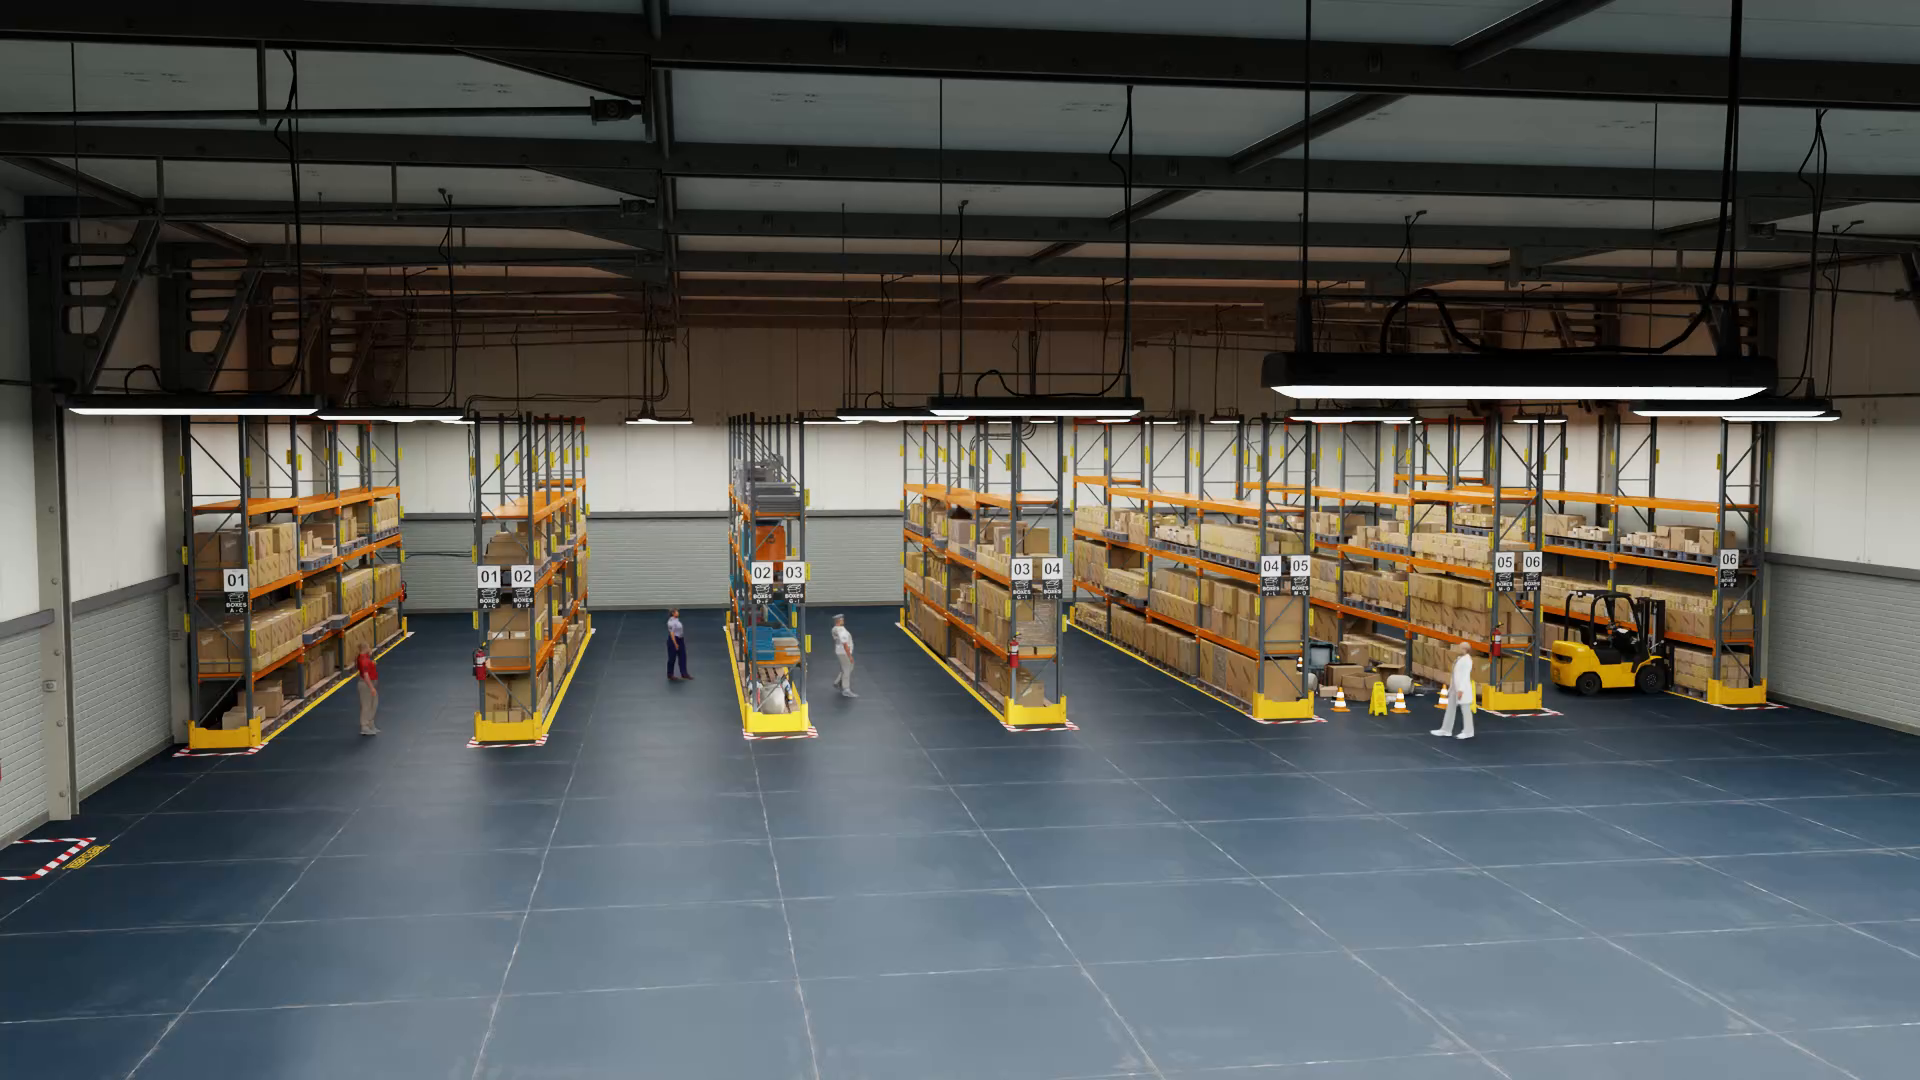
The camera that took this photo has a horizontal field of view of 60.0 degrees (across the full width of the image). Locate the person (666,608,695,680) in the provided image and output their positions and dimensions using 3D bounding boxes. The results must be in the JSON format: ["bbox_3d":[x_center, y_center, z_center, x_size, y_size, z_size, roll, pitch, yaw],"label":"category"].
[{"bbox_3d":[-6.387,2.354,37.667,0.583,1.640,0.505,2,4,26],"label":"person"}]

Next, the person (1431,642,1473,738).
[{"bbox_3d":[9.125,2.757,30.564,0.698,1.773,0.595,-1,4,-18],"label":"person"}]

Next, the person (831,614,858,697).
[{"bbox_3d":[-2.464,2.446,35.441,0.537,1.757,0.618,-1,4,-8],"label":"person"}]

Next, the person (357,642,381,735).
[{"bbox_3d":[-11.036,2.779,31.027,0.451,1.774,0.618,0,4,-5],"label":"person"}]
